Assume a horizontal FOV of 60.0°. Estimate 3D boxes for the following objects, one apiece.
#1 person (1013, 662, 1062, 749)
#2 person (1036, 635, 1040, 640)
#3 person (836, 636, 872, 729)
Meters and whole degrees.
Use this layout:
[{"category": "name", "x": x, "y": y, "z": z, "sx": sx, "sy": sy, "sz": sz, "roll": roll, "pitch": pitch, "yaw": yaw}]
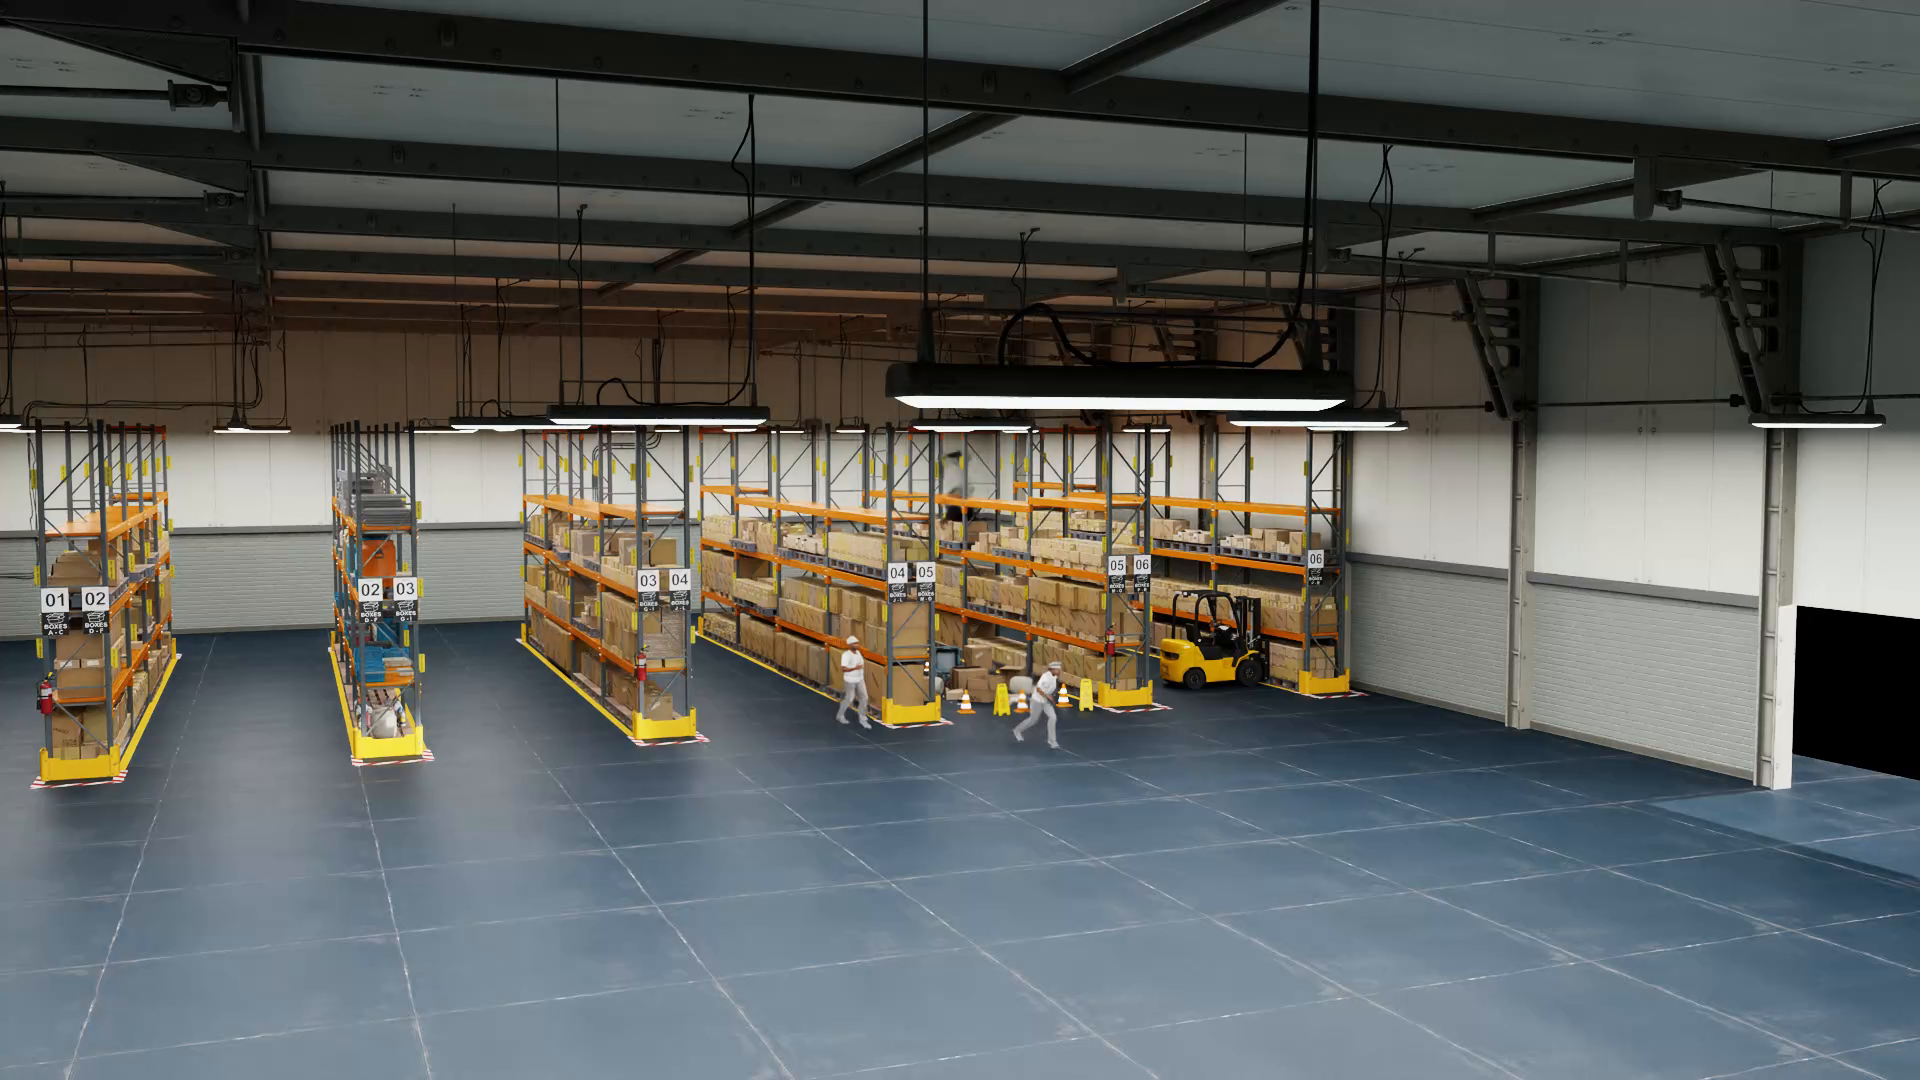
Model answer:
[{"category": "person", "x": 1.434, "y": 3.030, "z": 30.745, "sx": 0.983, "sy": 1.627, "sz": 0.611, "roll": 2, "pitch": 4, "yaw": 26}, {"category": "person", "x": 2.244, "y": 2.124, "z": 43.522, "sx": 0.660, "sy": 1.809, "sz": 0.878, "roll": -1, "pitch": 4, "yaw": -21}, {"category": "person", "x": -2.108, "y": 2.792, "z": 32.647, "sx": 0.775, "sy": 1.819, "sz": 0.683, "roll": 3, "pitch": 4, "yaw": 37}]
